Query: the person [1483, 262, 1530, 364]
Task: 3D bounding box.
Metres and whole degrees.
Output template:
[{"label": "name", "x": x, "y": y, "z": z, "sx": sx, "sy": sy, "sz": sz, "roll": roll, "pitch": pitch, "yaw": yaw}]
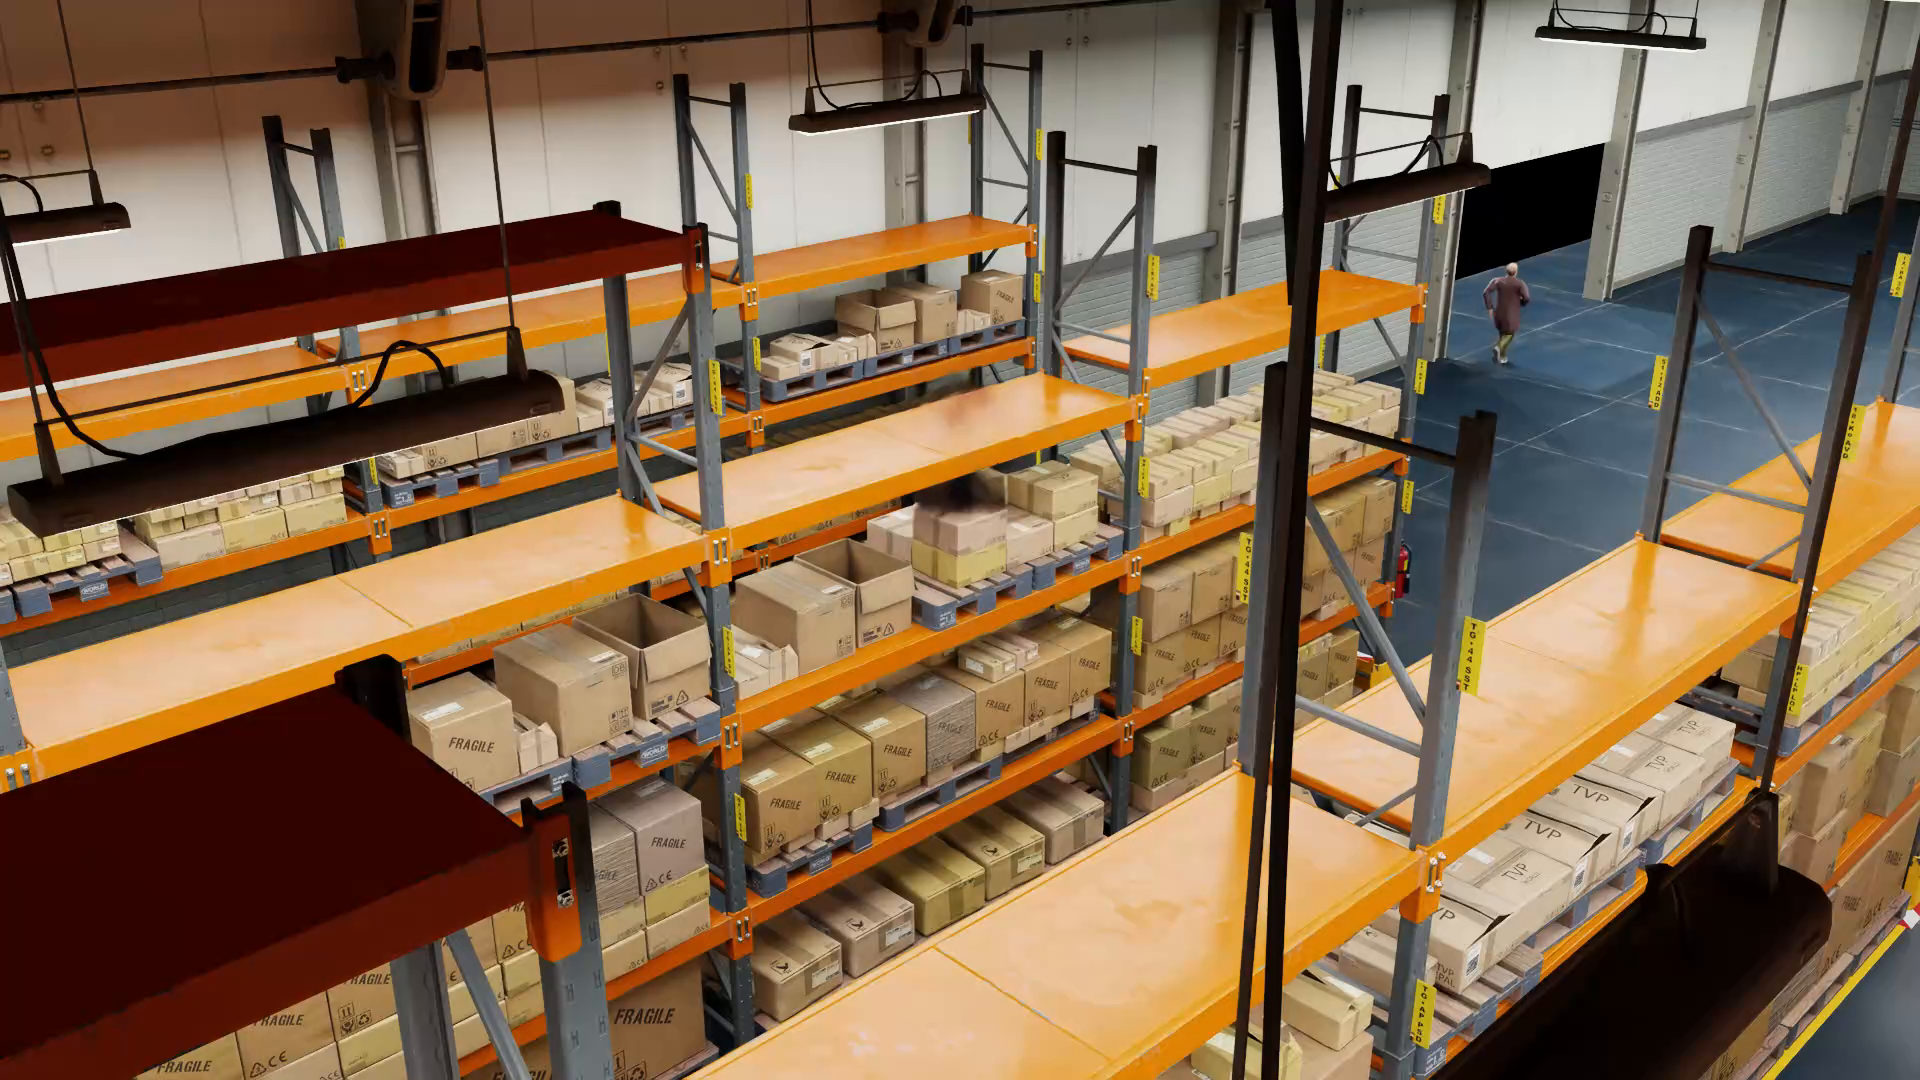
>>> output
[{"label": "person", "x": 9.065, "y": -3.729, "z": 27.621, "sx": 0.750, "sy": 1.763, "sz": 0.815, "roll": 16, "pitch": 27, "yaw": 34}]
